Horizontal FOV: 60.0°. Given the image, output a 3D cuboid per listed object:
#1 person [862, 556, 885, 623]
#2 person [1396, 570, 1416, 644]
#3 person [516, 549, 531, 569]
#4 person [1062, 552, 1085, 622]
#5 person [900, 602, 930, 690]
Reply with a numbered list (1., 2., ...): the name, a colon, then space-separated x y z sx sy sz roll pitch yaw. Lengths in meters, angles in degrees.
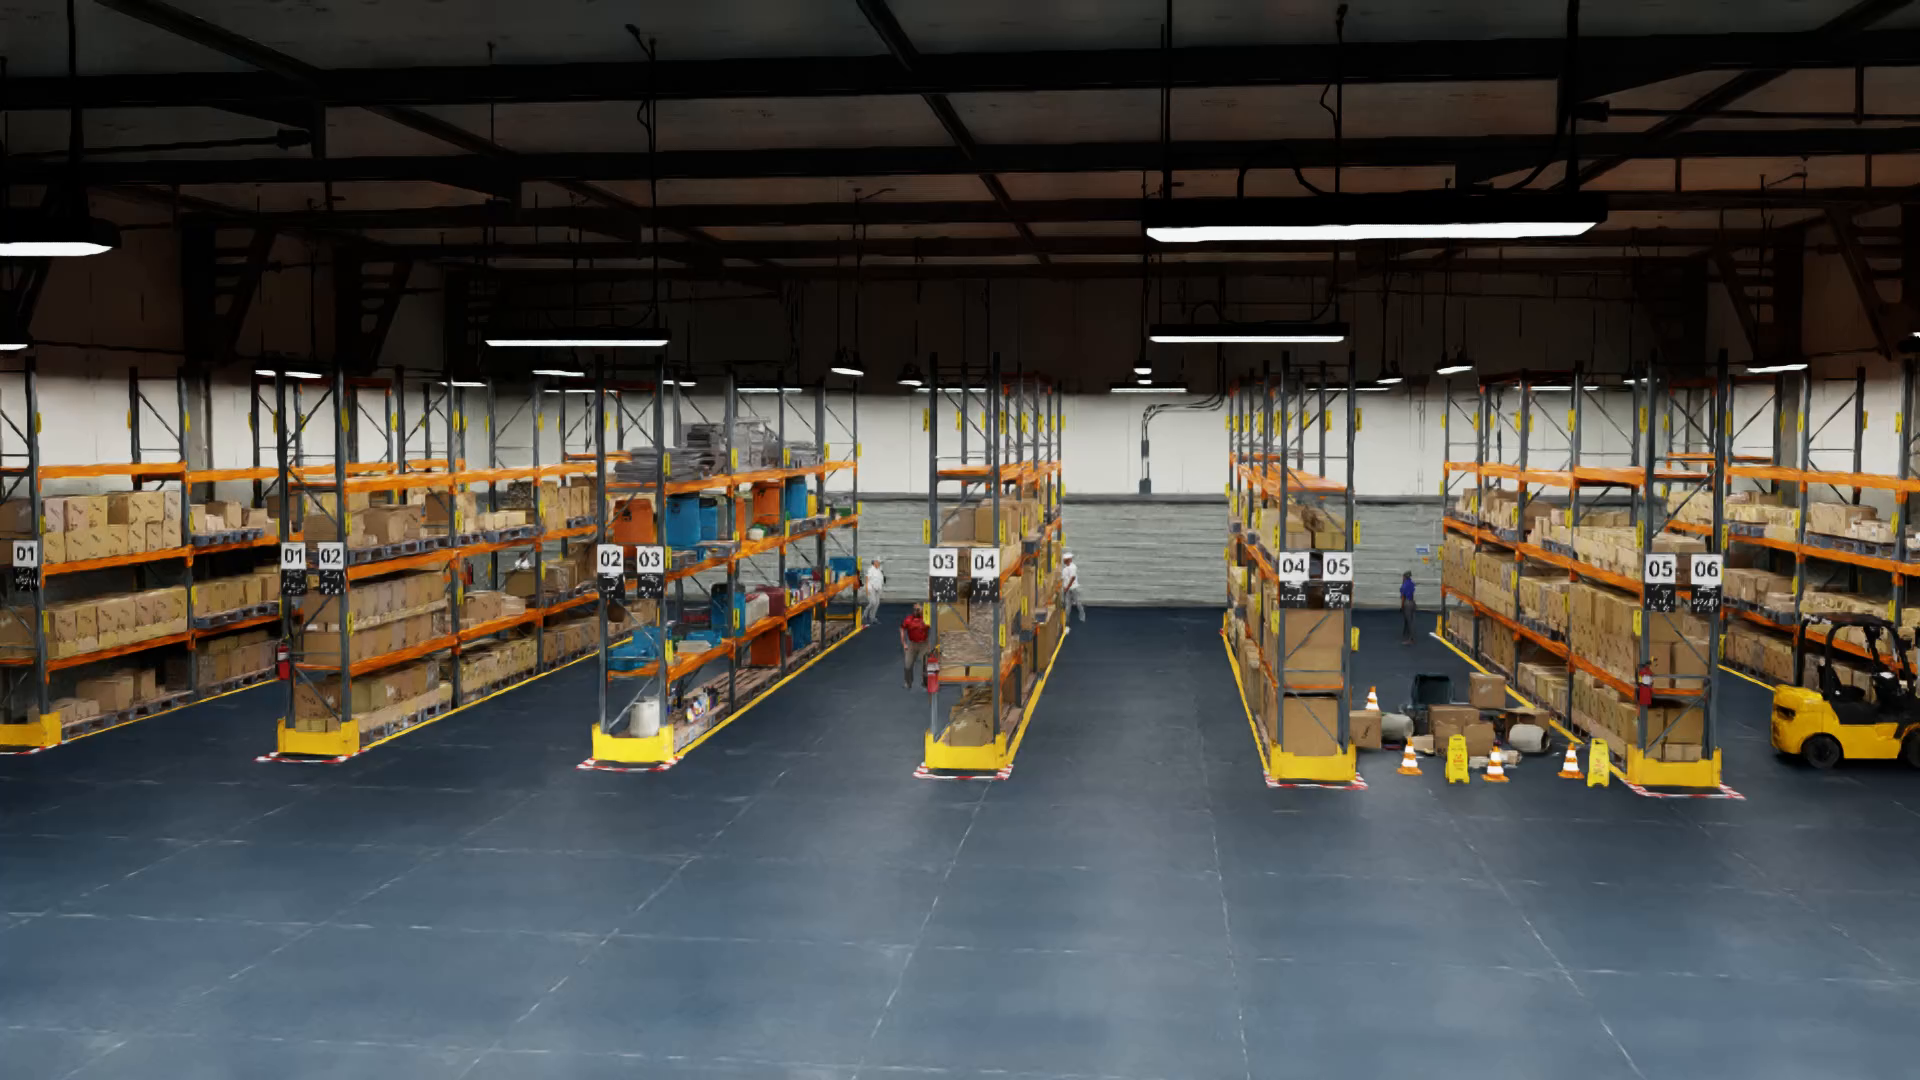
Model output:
1. person: -2.155 1.238 41.479 0.479 1.662 0.584 3 5 41
2. person: 10.113 1.499 37.675 0.551 1.653 0.573 3 5 36
3. person: -11.564 1.070 43.755 0.454 1.659 0.642 3 5 34
4. person: 2.792 1.187 41.662 0.707 1.763 0.583 -2 4 -21
5. person: -0.786 1.977 31.016 0.682 1.676 0.535 0 4 5
